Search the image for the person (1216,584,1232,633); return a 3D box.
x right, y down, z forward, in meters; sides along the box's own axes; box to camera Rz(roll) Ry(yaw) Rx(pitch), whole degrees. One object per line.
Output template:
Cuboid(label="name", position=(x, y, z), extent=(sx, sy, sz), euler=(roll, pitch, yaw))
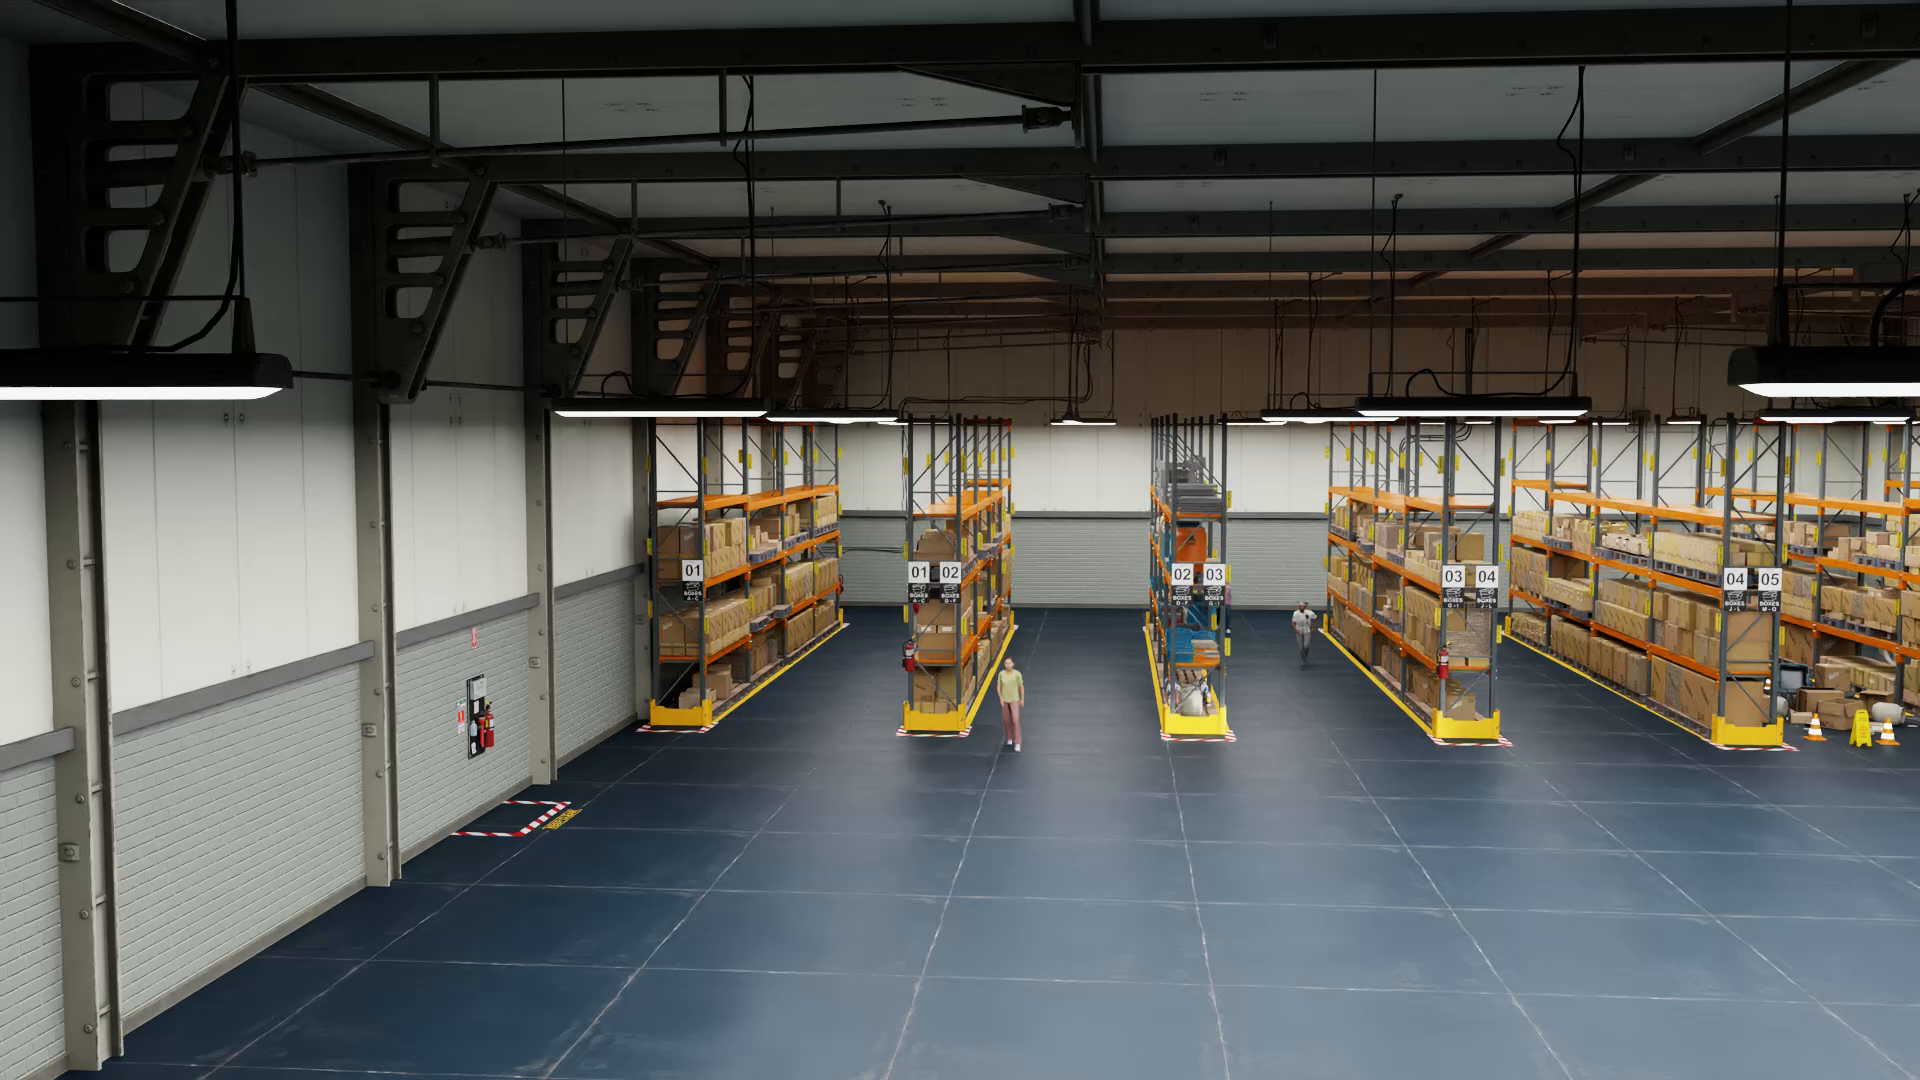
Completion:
Cuboid(label="person", position=(7.385, 1.797, 46.532), extent=(0.438, 1.552, 0.888), euler=(0, 4, -4))

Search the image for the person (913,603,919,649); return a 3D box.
Cuboid(label="person", position=(-1.036, 2.033, 42.766), extent=(0.582, 1.581, 1.078), euler=(0, 4, 2))

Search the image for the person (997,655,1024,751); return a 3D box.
Cuboid(label="person", position=(0.912, 2.894, 29.734), extent=(0.552, 1.641, 0.833), euler=(1, 4, 19))

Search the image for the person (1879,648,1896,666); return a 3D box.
Cuboid(label="person", position=(21.673, 2.301, 38.618), extent=(0.632, 1.700, 0.468), euler=(-1, 4, -18))

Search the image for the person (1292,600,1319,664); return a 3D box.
Cuboid(label="person", position=(8.326, 2.227, 40.113), extent=(0.628, 1.602, 0.729), euler=(1, 4, 16))
